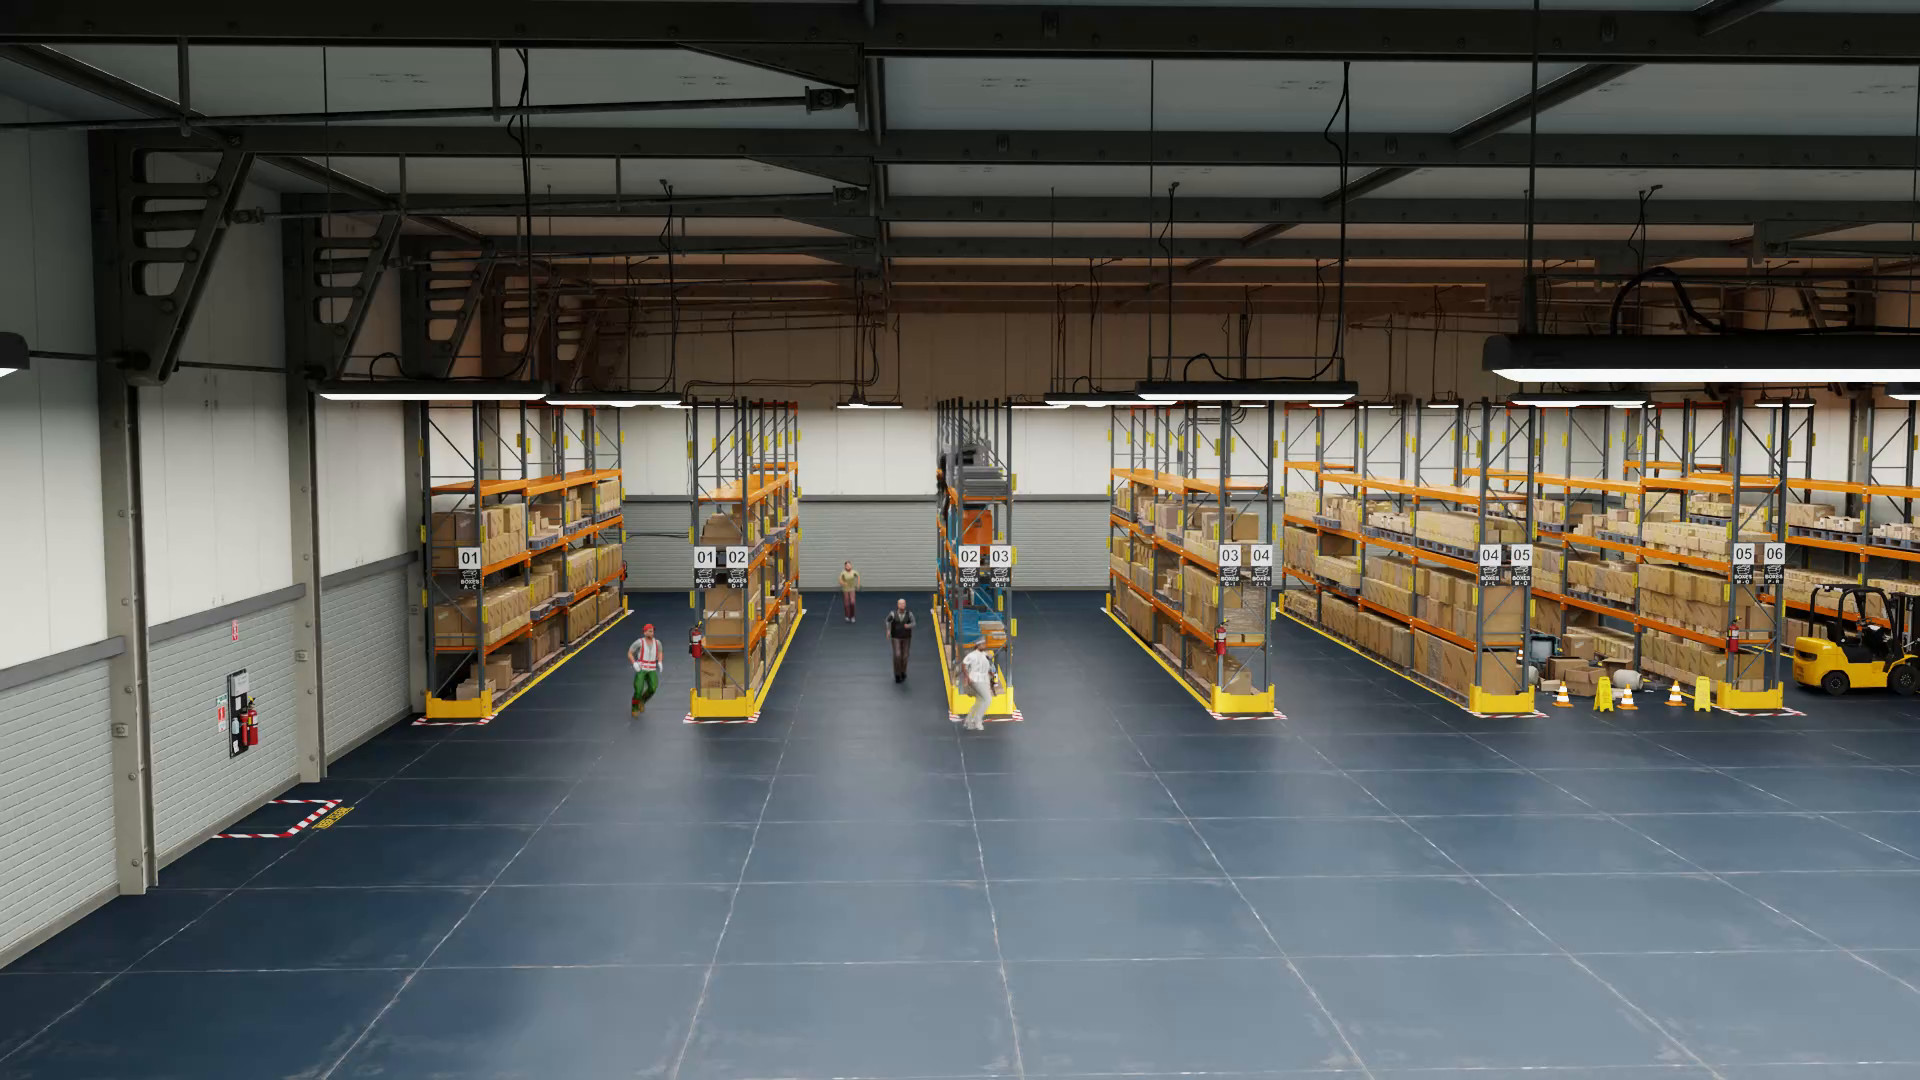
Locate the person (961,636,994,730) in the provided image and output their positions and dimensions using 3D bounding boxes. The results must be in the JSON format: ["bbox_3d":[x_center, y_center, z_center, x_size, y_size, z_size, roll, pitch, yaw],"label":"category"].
[{"bbox_3d":[0.372,2.567,29.960,0.588,1.666,0.558,3,5,30],"label":"person"}]

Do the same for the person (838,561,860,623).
[{"bbox_3d":[-3.006,1.391,45.153,0.596,1.641,0.677,-1,4,-7],"label":"person"}]

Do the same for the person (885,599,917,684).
[{"bbox_3d":[-1.245,2.144,35.286,0.630,1.783,0.770,-1,4,-11],"label":"person"}]

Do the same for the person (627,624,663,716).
[{"bbox_3d":[-5.870,2.446,31.252,0.724,1.726,0.527,-2,5,-28],"label":"person"}]
